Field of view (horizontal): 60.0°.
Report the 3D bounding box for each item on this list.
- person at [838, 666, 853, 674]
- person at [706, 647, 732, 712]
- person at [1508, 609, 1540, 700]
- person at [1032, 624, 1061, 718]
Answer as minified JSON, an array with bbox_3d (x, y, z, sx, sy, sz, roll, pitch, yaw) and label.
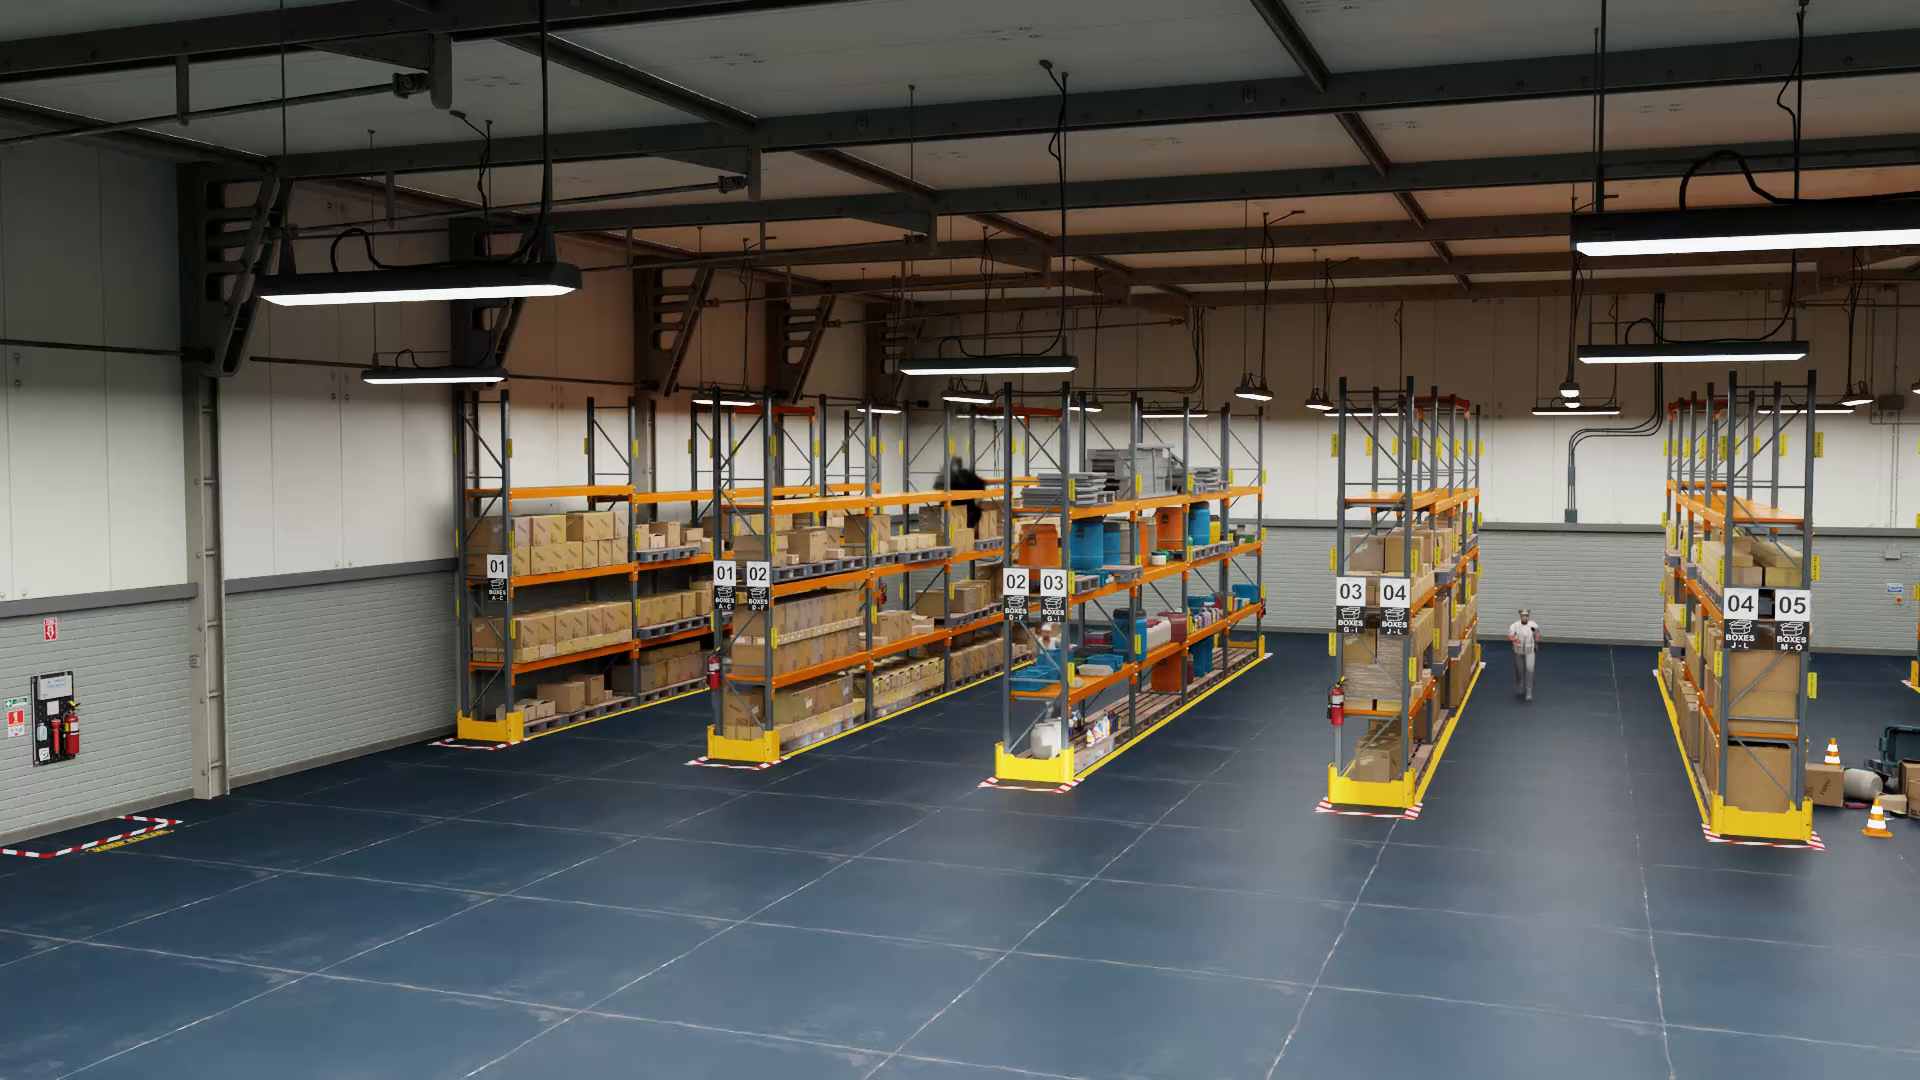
[{"bbox_3d":[-2.360,2.257,34.496,0.592,1.730,0.849,1,3,16],"label":"person"},{"bbox_3d":[-4.182,2.626,29.142,0.538,1.583,0.733,1,3,12],"label":"person"},{"bbox_3d":[11.344,2.274,33.485,0.608,1.809,0.909,1,3,20],"label":"person"},{"bbox_3d":[1.690,2.437,31.193,0.685,1.750,0.761,1,3,15],"label":"person"}]
